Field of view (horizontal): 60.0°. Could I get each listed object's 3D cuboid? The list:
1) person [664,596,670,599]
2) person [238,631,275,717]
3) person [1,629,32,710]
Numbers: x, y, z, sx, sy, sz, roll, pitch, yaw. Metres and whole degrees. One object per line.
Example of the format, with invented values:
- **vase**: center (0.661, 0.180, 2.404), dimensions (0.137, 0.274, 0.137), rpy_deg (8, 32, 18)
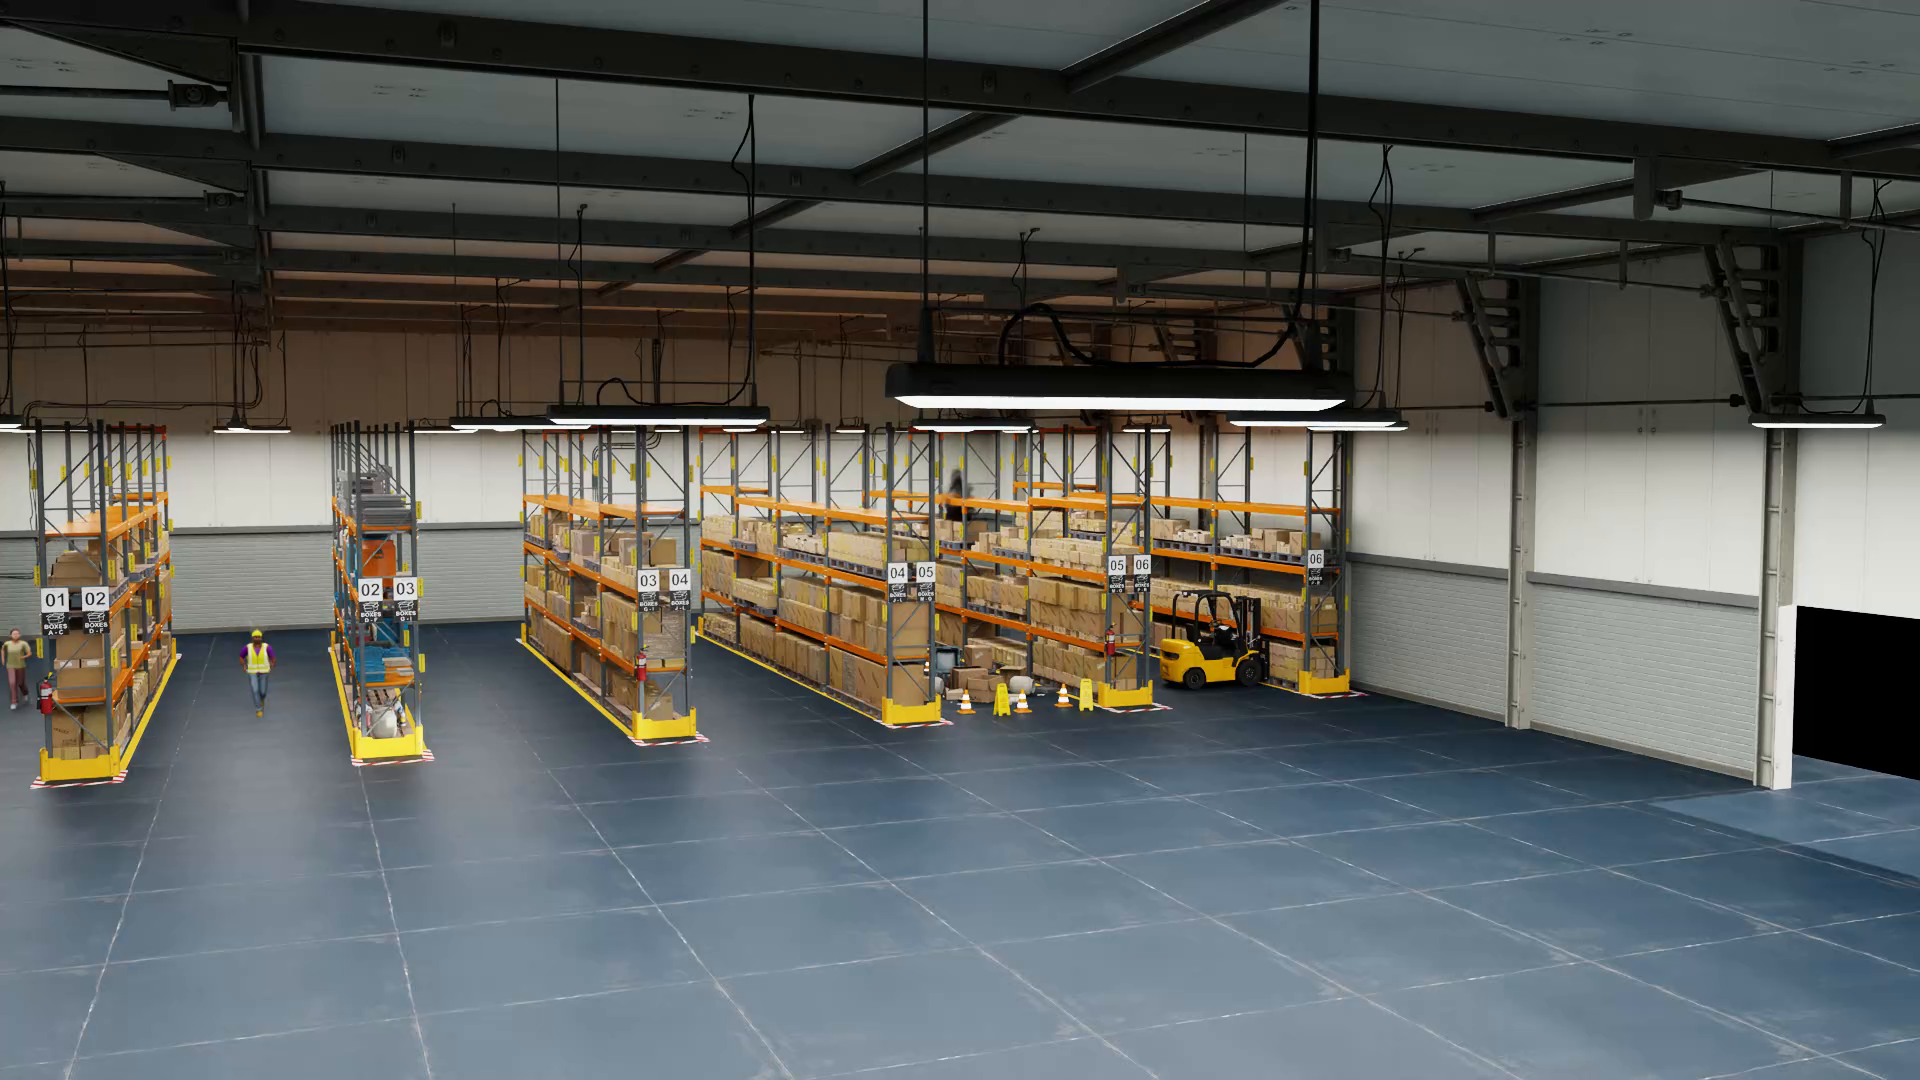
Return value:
- **person**: center (-8.005, 1.994, 45.757), dimensions (0.706, 1.726, 0.635), rpy_deg (-1, 4, -20)
- **person**: center (-14.436, 2.728, 34.170), dimensions (0.700, 1.752, 0.815), rpy_deg (-2, 4, -26)
- **person**: center (-19.857, 2.684, 35.001), dimensions (0.580, 1.650, 0.996), rpy_deg (-2, 4, -24)
